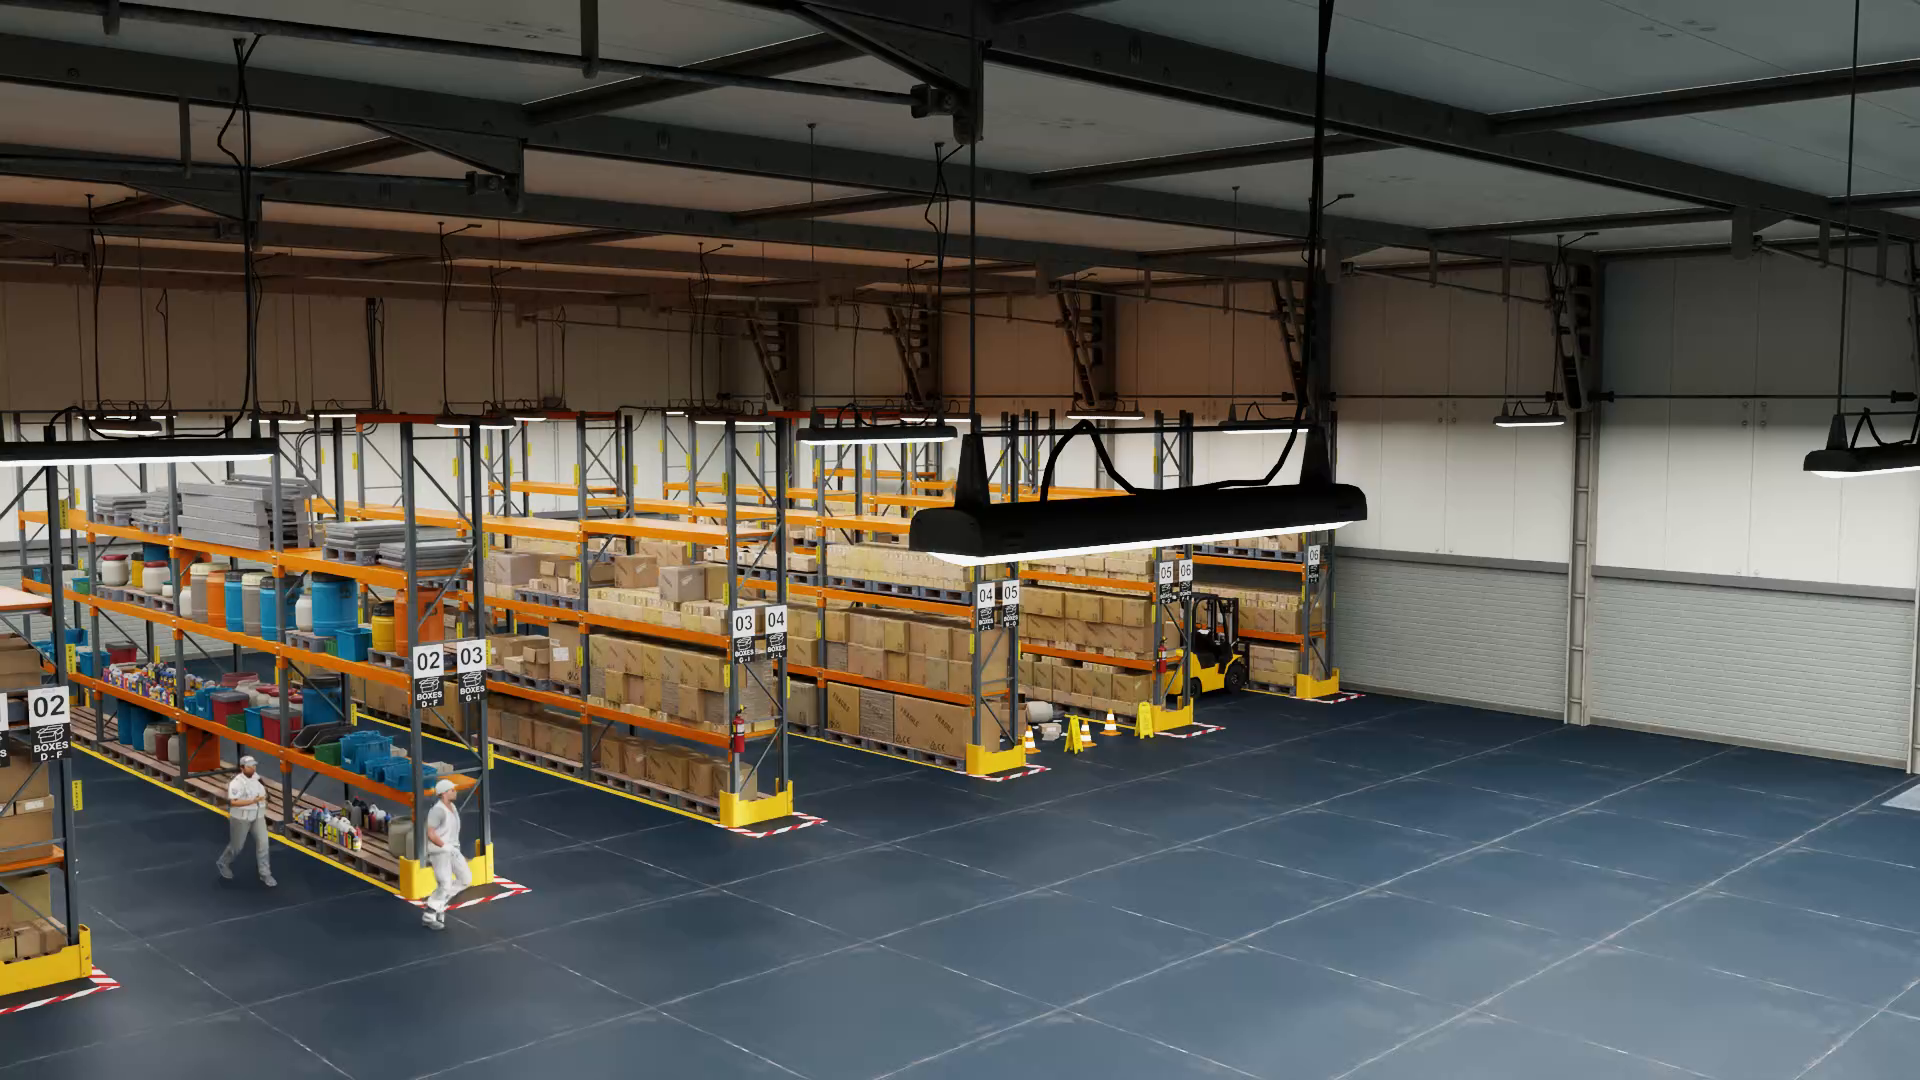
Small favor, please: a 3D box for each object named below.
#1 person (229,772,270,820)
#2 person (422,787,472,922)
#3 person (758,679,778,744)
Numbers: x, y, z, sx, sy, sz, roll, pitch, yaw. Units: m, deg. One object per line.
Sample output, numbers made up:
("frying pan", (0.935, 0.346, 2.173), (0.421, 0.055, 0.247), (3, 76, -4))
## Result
("person", (-9.224, 3.292, 21.470), (0.426, 0.606, 0.569), (3, 6, 27))
("person", (-6.122, 3.725, 19.943), (0.526, 1.605, 0.717), (1, 5, 8))
("person", (-3.783, 2.860, 30.486), (0.909, 1.715, 0.713), (4, 7, 41))
